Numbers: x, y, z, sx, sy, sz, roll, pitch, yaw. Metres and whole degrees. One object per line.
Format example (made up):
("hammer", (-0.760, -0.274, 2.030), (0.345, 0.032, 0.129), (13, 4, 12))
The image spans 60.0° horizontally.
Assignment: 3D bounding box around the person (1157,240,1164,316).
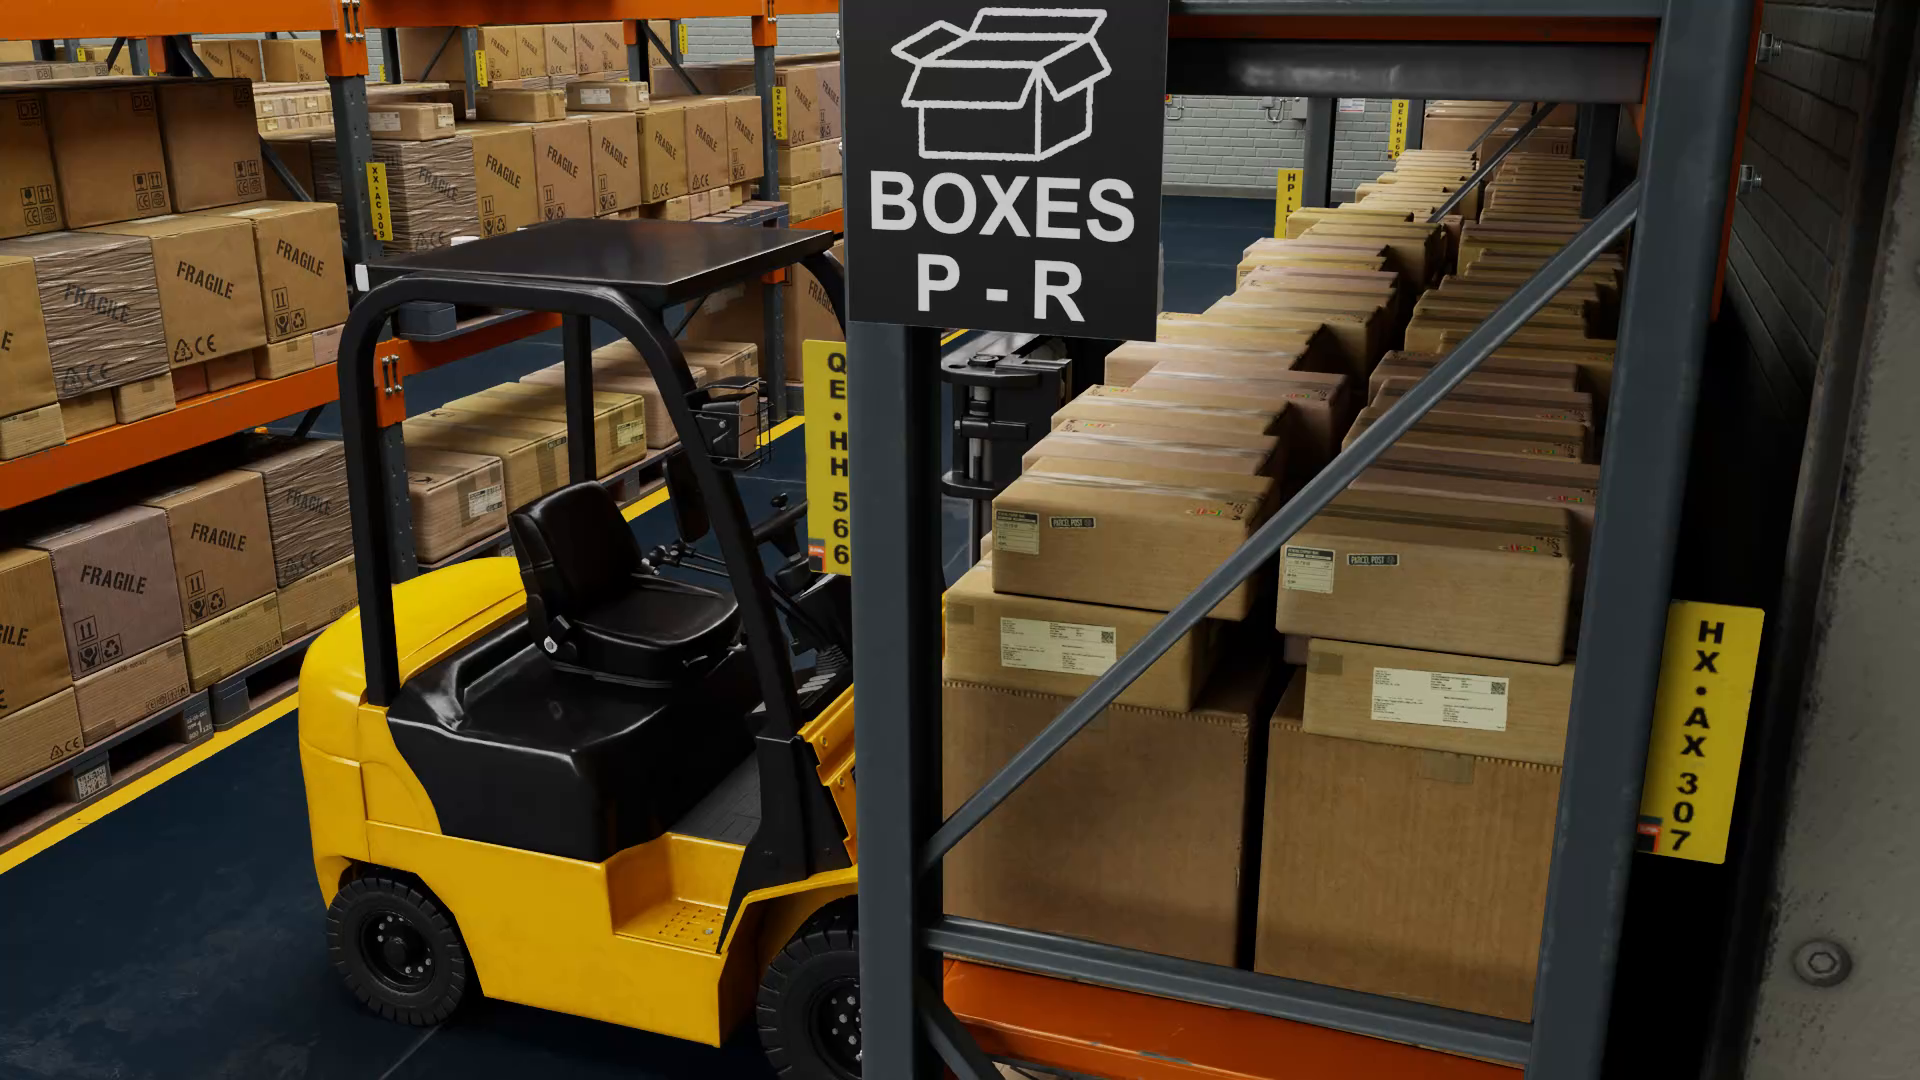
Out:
("person", (0.884, -1.198, 9.633), (0.579, 1.762, 0.735), (4, 19, 11))
